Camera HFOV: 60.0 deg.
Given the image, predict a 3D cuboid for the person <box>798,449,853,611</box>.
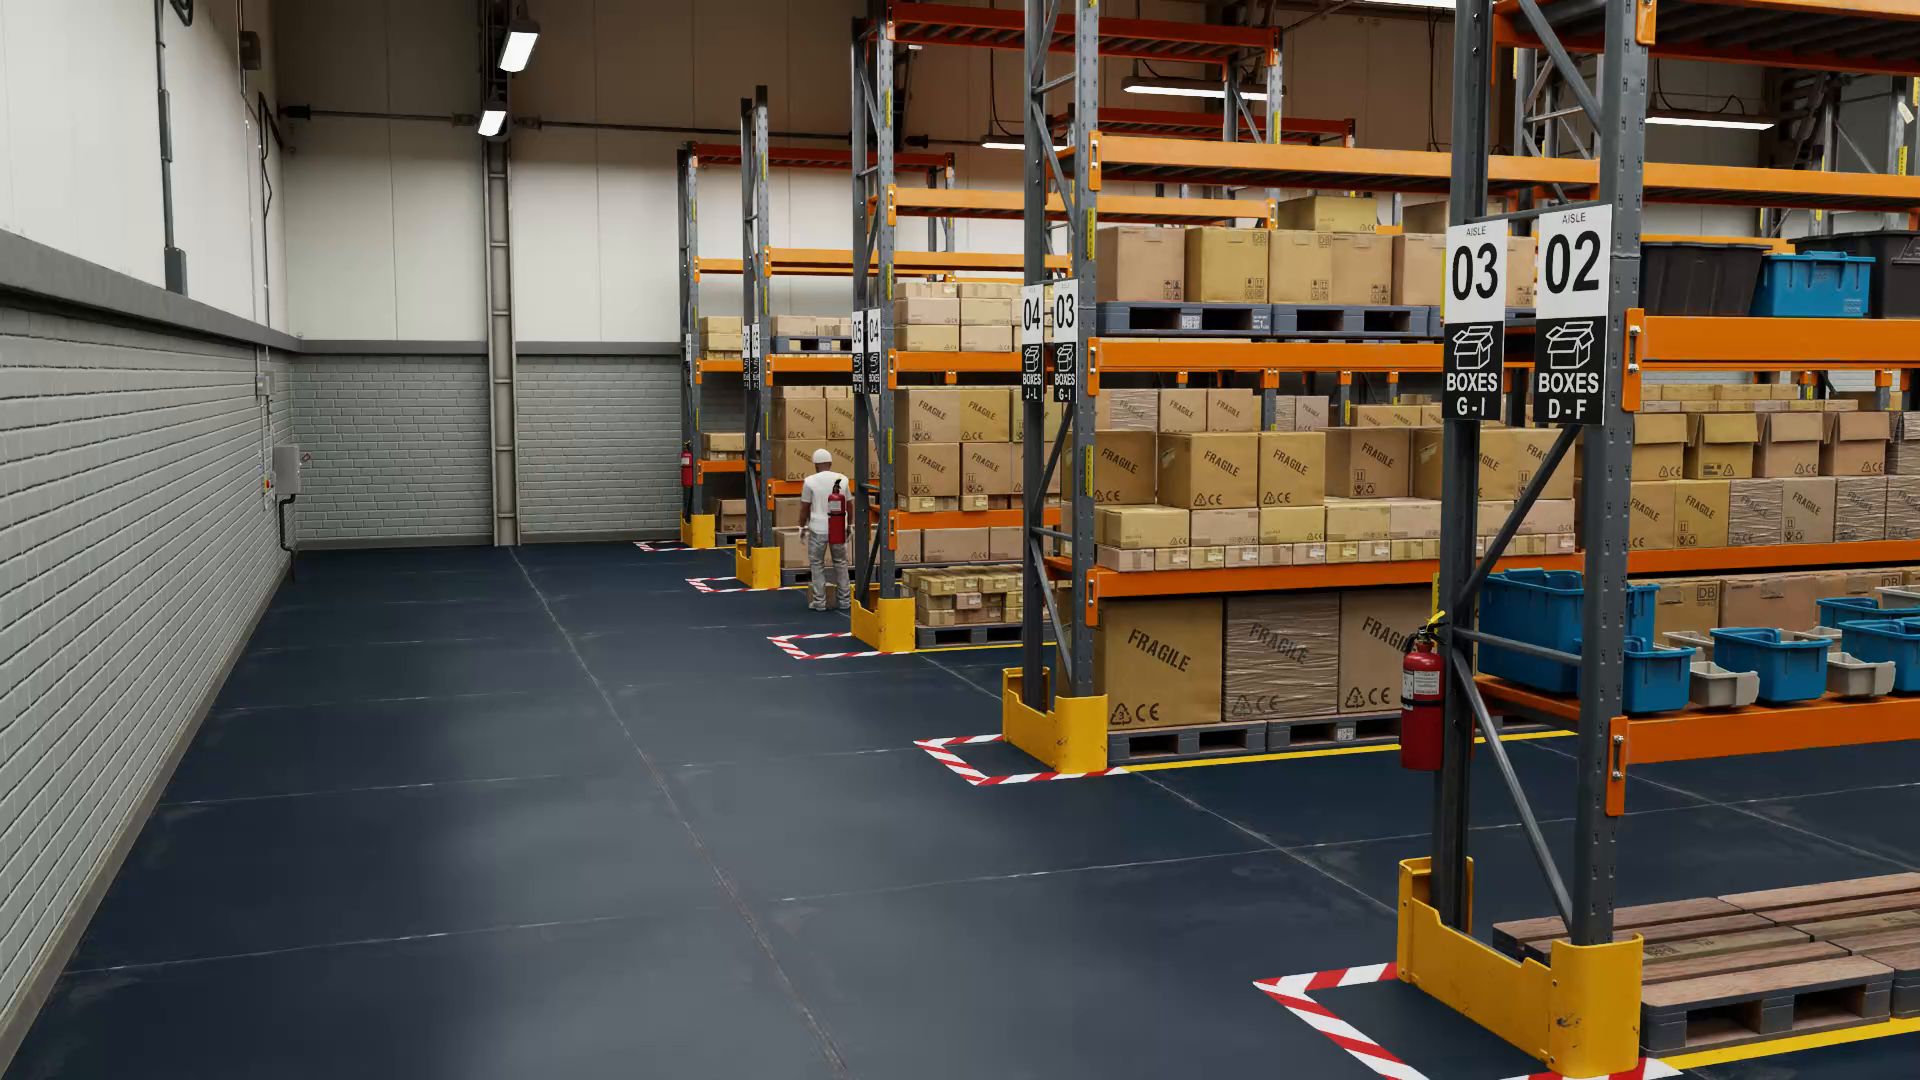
[{"bbox_3d":[-1.477,-0.114,18.355,0.630,1.776,0.443,-2,6,-22],"label":"person"}]
